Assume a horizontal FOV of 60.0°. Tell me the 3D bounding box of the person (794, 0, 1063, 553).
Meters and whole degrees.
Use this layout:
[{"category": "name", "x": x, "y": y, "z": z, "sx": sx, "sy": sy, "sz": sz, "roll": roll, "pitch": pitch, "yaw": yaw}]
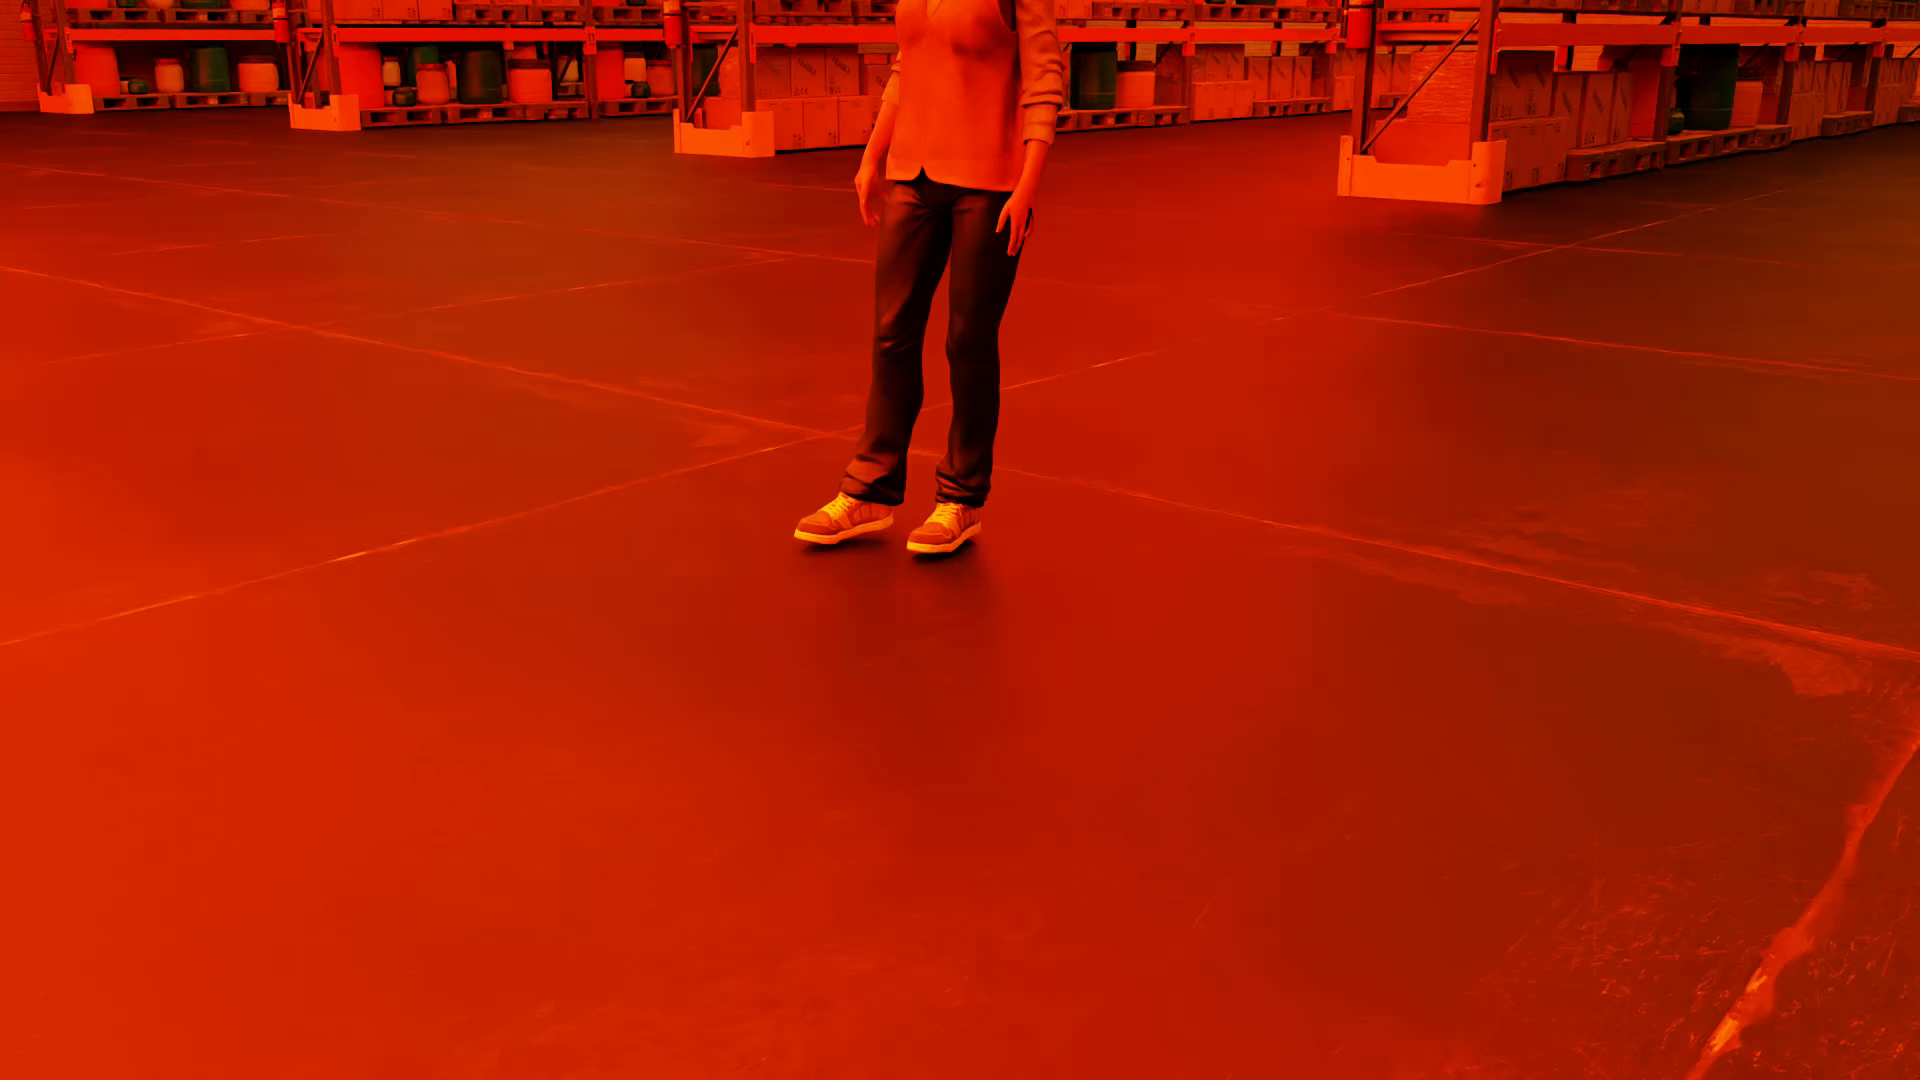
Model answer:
[{"category": "person", "x": -0.059, "y": -0.757, "z": 3.661, "sx": 0.520, "sy": 1.599, "sz": 0.473, "roll": 13, "pitch": 21, "yaw": 37}]
